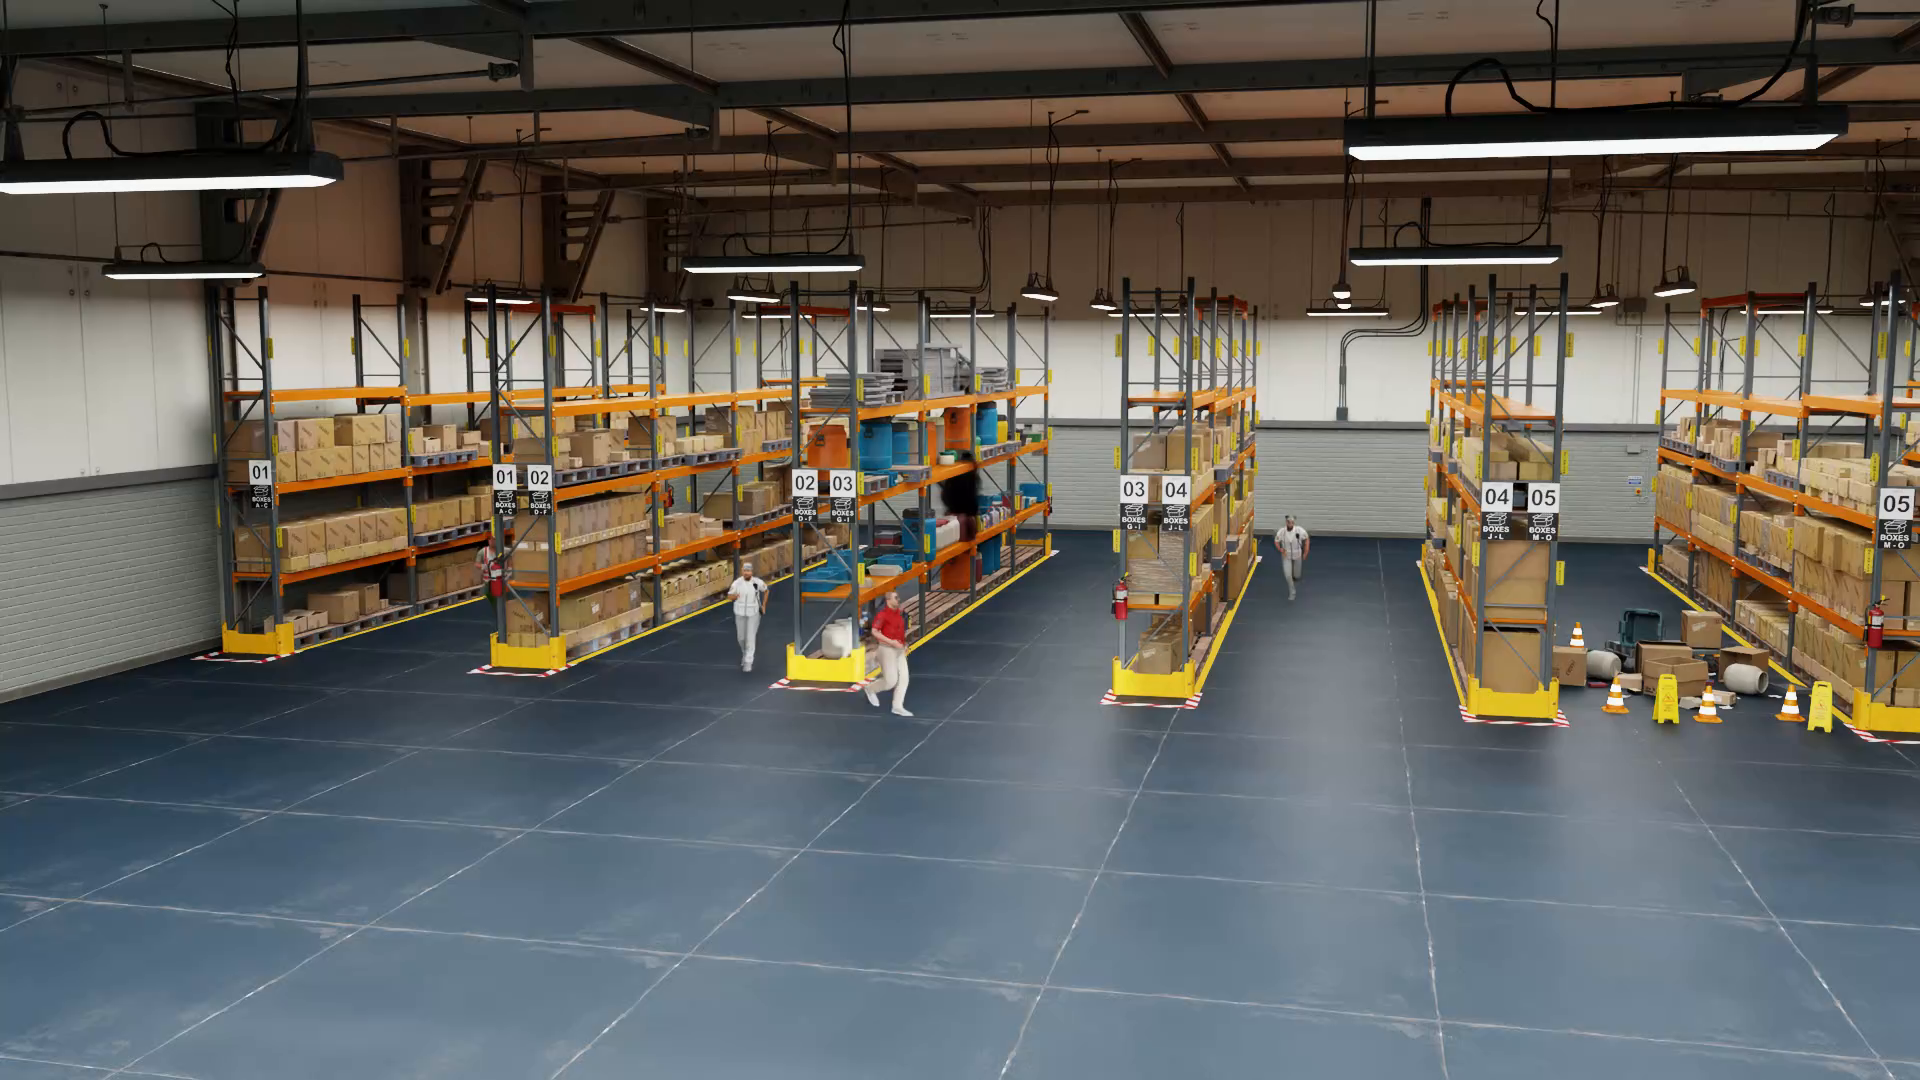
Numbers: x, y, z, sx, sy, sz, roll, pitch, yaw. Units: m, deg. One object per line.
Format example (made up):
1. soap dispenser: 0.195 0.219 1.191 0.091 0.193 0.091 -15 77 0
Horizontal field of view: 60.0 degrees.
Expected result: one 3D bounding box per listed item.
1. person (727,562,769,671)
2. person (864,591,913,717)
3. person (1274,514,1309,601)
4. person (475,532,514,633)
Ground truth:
1. person: -3.325 1.181 25.921 0.612 1.667 0.903 0 7 3
2. person: -0.986 1.555 22.819 0.745 1.720 0.656 4 8 30
3. person: 6.656 0.336 33.390 0.695 1.745 0.699 1 7 10
4. person: -8.225 0.759 29.386 0.624 1.839 0.926 0 7 1
